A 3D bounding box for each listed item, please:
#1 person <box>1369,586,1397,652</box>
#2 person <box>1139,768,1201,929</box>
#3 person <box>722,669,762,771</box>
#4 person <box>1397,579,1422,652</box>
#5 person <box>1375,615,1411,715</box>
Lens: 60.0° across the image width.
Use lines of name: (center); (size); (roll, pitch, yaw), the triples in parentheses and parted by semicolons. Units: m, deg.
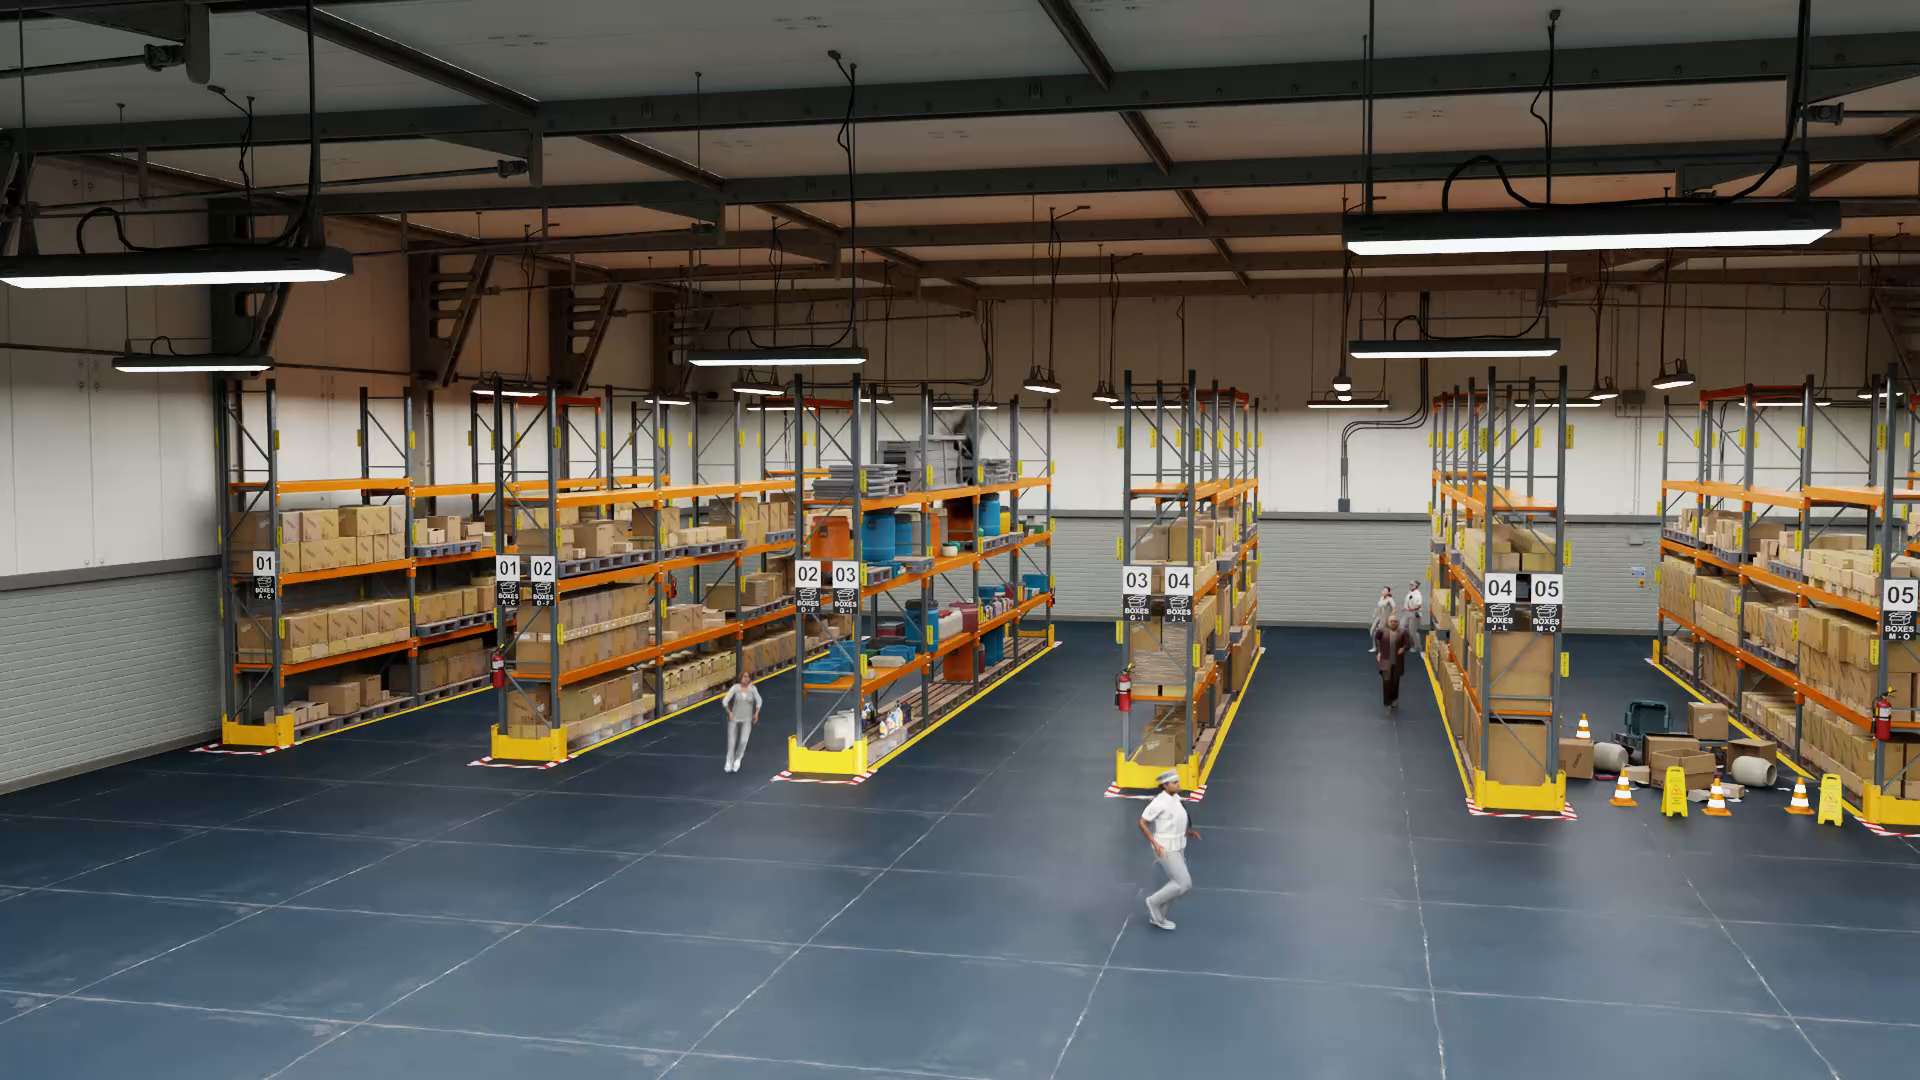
person: (10.065, 1.876, 39.272); (0.565, 1.602, 0.670); (-2, 4, -26)
person: (2.183, 3.151, 16.957); (0.570, 1.661, 0.561); (2, 4, 33)
person: (-3.281, 2.721, 25.043); (0.601, 1.546, 0.558); (0, 3, -7)
person: (10.639, 1.796, 39.168); (0.632, 1.784, 0.679); (-1, 4, -17)
person: (7.978, 2.287, 30.676); (0.626, 1.833, 0.980); (1, 3, 9)
